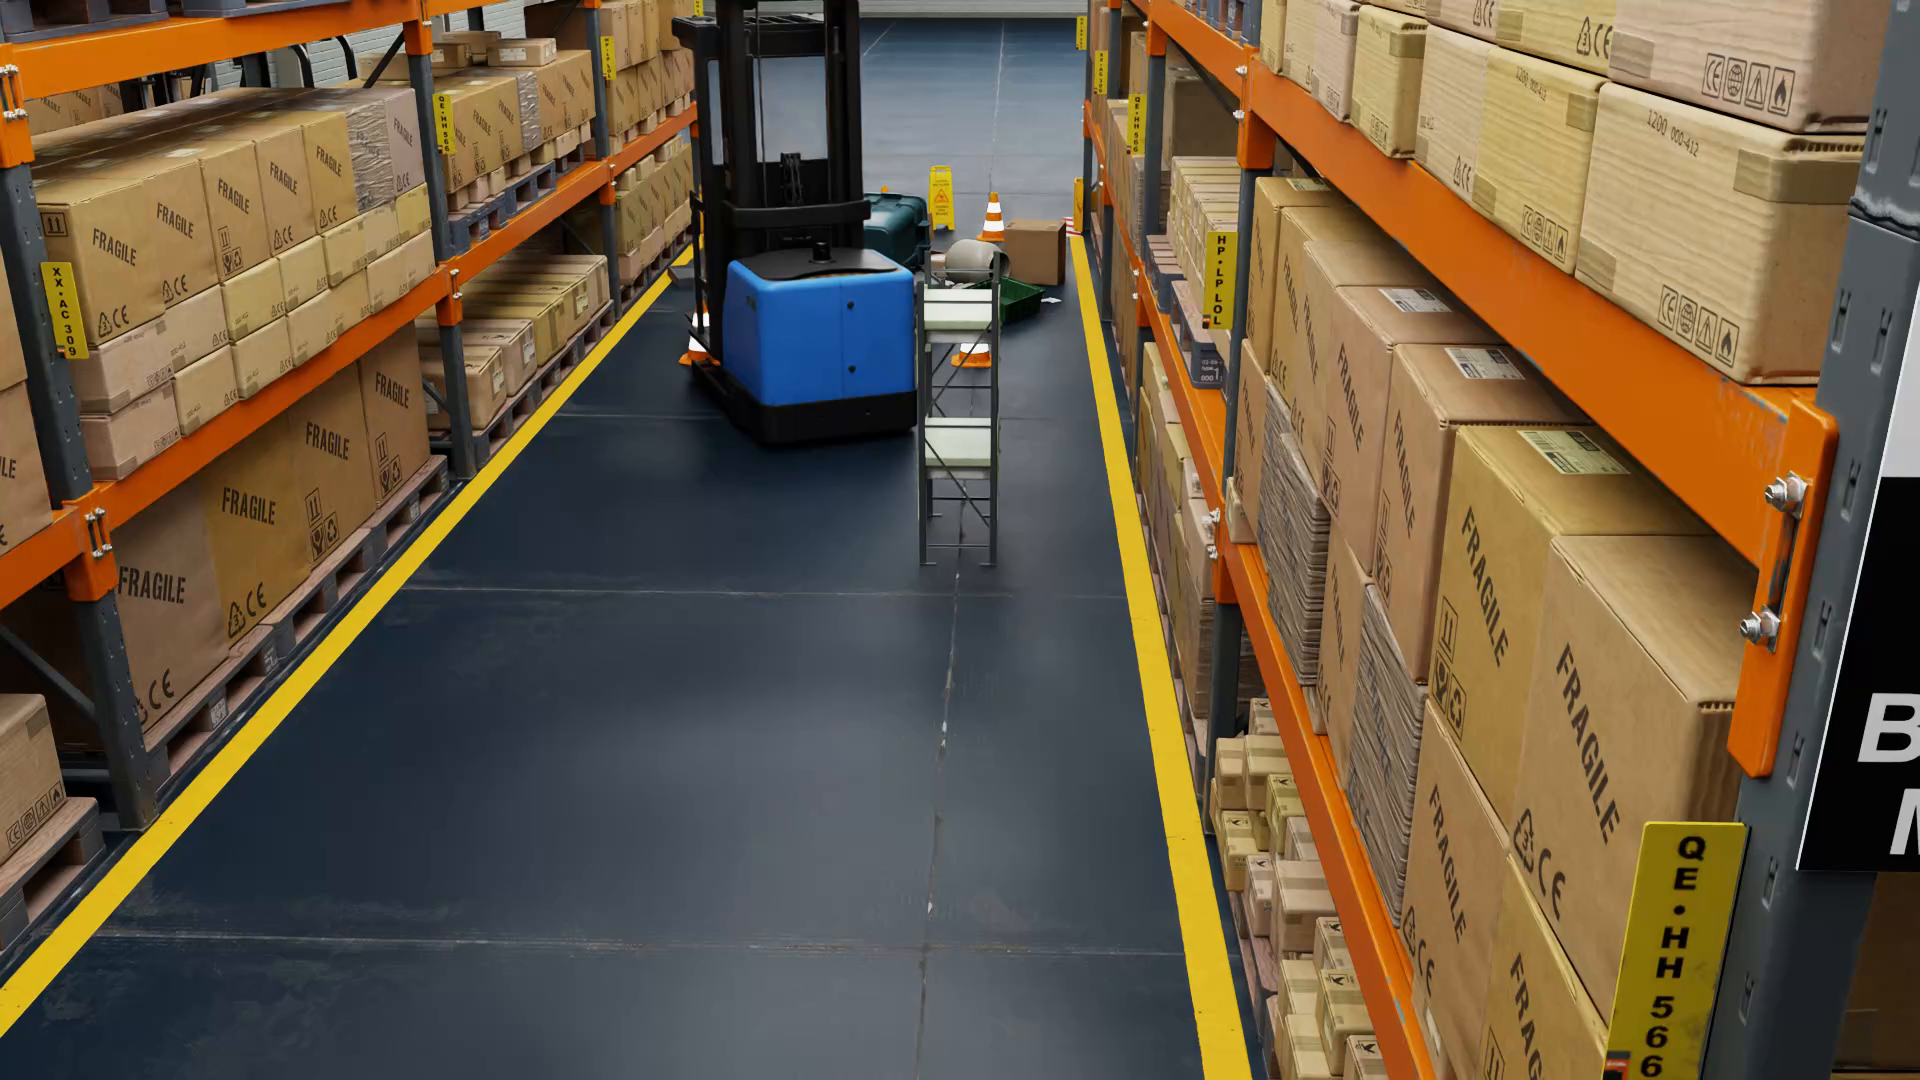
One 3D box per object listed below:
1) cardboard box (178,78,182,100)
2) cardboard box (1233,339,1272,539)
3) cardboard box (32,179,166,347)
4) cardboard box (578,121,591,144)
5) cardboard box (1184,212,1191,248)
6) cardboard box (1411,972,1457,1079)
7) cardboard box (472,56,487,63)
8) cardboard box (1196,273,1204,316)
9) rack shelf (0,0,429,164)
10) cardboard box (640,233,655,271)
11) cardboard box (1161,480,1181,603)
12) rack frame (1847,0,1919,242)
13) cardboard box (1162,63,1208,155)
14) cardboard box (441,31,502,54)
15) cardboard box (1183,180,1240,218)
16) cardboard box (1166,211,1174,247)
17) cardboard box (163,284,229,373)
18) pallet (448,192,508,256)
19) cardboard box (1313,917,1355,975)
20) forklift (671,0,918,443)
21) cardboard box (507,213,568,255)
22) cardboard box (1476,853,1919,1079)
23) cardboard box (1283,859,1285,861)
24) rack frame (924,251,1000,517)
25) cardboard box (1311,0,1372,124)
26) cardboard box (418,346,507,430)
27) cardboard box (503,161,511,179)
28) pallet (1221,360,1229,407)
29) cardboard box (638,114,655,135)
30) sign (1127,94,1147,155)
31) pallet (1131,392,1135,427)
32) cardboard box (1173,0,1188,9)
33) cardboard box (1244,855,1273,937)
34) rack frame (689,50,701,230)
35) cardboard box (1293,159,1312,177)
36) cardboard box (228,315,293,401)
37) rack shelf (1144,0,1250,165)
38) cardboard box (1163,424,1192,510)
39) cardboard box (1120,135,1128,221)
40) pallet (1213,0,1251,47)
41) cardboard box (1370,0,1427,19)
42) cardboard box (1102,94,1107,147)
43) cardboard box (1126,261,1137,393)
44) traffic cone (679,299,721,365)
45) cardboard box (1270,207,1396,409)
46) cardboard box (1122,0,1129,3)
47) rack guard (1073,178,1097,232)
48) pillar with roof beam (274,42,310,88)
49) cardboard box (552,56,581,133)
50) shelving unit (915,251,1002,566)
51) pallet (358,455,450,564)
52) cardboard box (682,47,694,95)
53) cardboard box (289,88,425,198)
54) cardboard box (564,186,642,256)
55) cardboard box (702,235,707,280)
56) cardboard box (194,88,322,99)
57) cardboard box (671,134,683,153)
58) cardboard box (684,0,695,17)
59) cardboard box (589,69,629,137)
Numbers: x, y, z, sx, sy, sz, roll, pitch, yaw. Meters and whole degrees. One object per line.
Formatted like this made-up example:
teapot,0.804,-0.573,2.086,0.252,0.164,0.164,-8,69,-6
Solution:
cardboard box,-7.913,-4.399,16.081,0.500,0.500,0.500,1,21,3
cardboard box,1.145,-0.320,5.156,0.500,0.500,0.500,0,21,1
cardboard box,-3.238,-0.997,5.932,0.500,0.500,0.500,1,21,2
cardboard box,-3.035,-3.111,12.666,0.380,0.149,0.250,1,21,2
cardboard box,1.300,-1.516,8.144,0.380,0.149,0.250,1,21,2
cardboard box,1.040,0.859,3.016,0.380,0.149,0.250,1,21,3
cardboard box,-3.611,-3.255,12.140,0.500,0.500,0.500,1,21,2
cardboard box,1.271,-1.102,7.490,0.380,0.149,0.250,0,21,0
rack shelf,-3.478,-2.115,7.180,1.077,0.370,4.000,1,21,2
cardboard box,-3.003,-2.538,14.645,0.500,0.250,0.500,2,21,5
cardboard box,1.219,0.018,7.711,0.500,0.500,0.500,0,21,0
rack frame,1.290,-1.661,0.870,1.000,3.000,0.127,1,21,2
cardboard box,1.571,-2.615,10.100,0.700,0.500,0.500,0,21,1
cardboard box,-3.663,-3.738,12.490,0.380,0.149,0.250,1,21,1
cardboard box,1.300,-1.666,8.121,0.380,0.149,0.250,0,21,-1
cardboard box,1.318,-1.676,8.968,0.380,0.149,0.250,0,21,1
cardboard box,-3.256,-0.836,6.554,0.500,0.250,0.500,1,21,2
pallet,-3.502,-1.944,10.158,1.213,0.211,1.003,1,21,2
cardboard box,1.168,1.144,4.473,0.380,0.149,0.250,0,21,-1
forklift,-1.280,-2.472,11.349,1.130,2.935,3.031,-8,23,-20
cardboard box,-3.546,-2.701,14.028,0.500,0.500,0.500,0,21,1
cardboard box,1.047,0.785,2.309,0.500,0.500,0.500,1,21,3
cardboard box,1.181,1.090,5.022,0.380,0.149,0.250,0,21,-1
rack frame,0.011,-0.834,9.105,0.400,1.500,0.023,1,21,2
cardboard box,1.093,-1.105,3.791,0.500,0.250,0.500,2,21,4
cardboard box,-3.390,-0.950,10.382,0.950,0.372,0.625,-1,21,-2
cardboard box,-3.197,-2.459,10.986,0.380,0.149,0.250,1,21,4
pallet,1.581,-0.496,6.425,1.003,0.211,1.213,1,21,2
cardboard box,-2.917,-3.677,14.705,0.380,0.149,0.250,1,21,2
sign,0.979,-2.301,9.213,0.100,0.325,0.005,1,21,2
pallet,1.633,-0.741,10.647,1.003,0.211,1.213,1,21,2
cardboard box,1.232,-2.637,7.392,0.500,0.500,0.500,1,21,2
cardboard box,1.116,1.138,5.311,0.380,0.149,0.250,1,21,1
rack frame,-3.174,-4.667,16.911,1.000,3.000,0.127,1,21,2
cardboard box,1.977,-1.931,8.802,0.380,0.149,0.250,0,21,0
cardboard box,-3.216,-0.787,7.118,0.500,0.250,0.500,0,21,1
rack shelf,1.473,-2.097,7.134,1.077,0.370,4.000,1,21,2
cardboard box,1.213,-0.340,7.596,0.500,0.250,0.500,0,21,-1
cardboard box,1.311,-2.330,10.750,0.500,0.500,0.500,0,21,1
pallet,1.537,-1.843,5.746,1.213,0.211,1.003,1,21,2
cardboard box,1.110,-1.148,3.209,0.500,0.250,0.500,0,21,-1
cardboard box,1.649,-3.606,13.967,0.875,0.550,0.550,1,21,2
cardboard box,1.665,-1.439,11.121,1.050,0.750,0.750,1,21,2
traffic cone,-1.934,-1.575,12.447,0.336,0.463,0.334,1,21,2
cardboard box,1.154,-0.614,4.533,0.500,0.500,0.500,0,21,0
cardboard box,1.764,-4.495,14.767,0.875,0.550,0.500,1,21,2
rack guard,1.778,-3.493,17.339,1.175,0.500,0.348,1,21,2
pillar with roof beam,-4.572,-9.398,20.809,9.100,9.000,0.400,1,21,2
cardboard box,-3.094,-3.253,12.137,0.500,0.500,0.500,1,21,2
shelving unit,0.000,-0.702,8.764,0.431,1.500,0.755,1,21,2
pallet,-3.516,-0.190,9.228,1.003,0.211,1.213,1,21,2
cardboard box,-2.915,-4.653,16.325,0.500,0.500,0.500,0,21,1
cardboard box,-3.171,-2.098,8.768,0.500,0.500,0.500,0,21,0
cardboard box,-3.008,-2.695,14.011,0.500,0.500,0.500,2,21,4
cardboard box,-1.903,-2.429,14.595,0.500,0.500,0.500,18,27,38
cardboard box,-3.677,-2.112,8.804,0.500,0.500,0.500,0,21,0
cardboard box,-2.882,-3.807,15.981,0.380,0.149,0.250,1,21,3
cardboard box,-2.971,-5.132,16.176,0.700,0.500,0.500,0,21,0
cardboard box,-3.003,-3.562,13.514,0.500,0.500,0.500,1,21,1
